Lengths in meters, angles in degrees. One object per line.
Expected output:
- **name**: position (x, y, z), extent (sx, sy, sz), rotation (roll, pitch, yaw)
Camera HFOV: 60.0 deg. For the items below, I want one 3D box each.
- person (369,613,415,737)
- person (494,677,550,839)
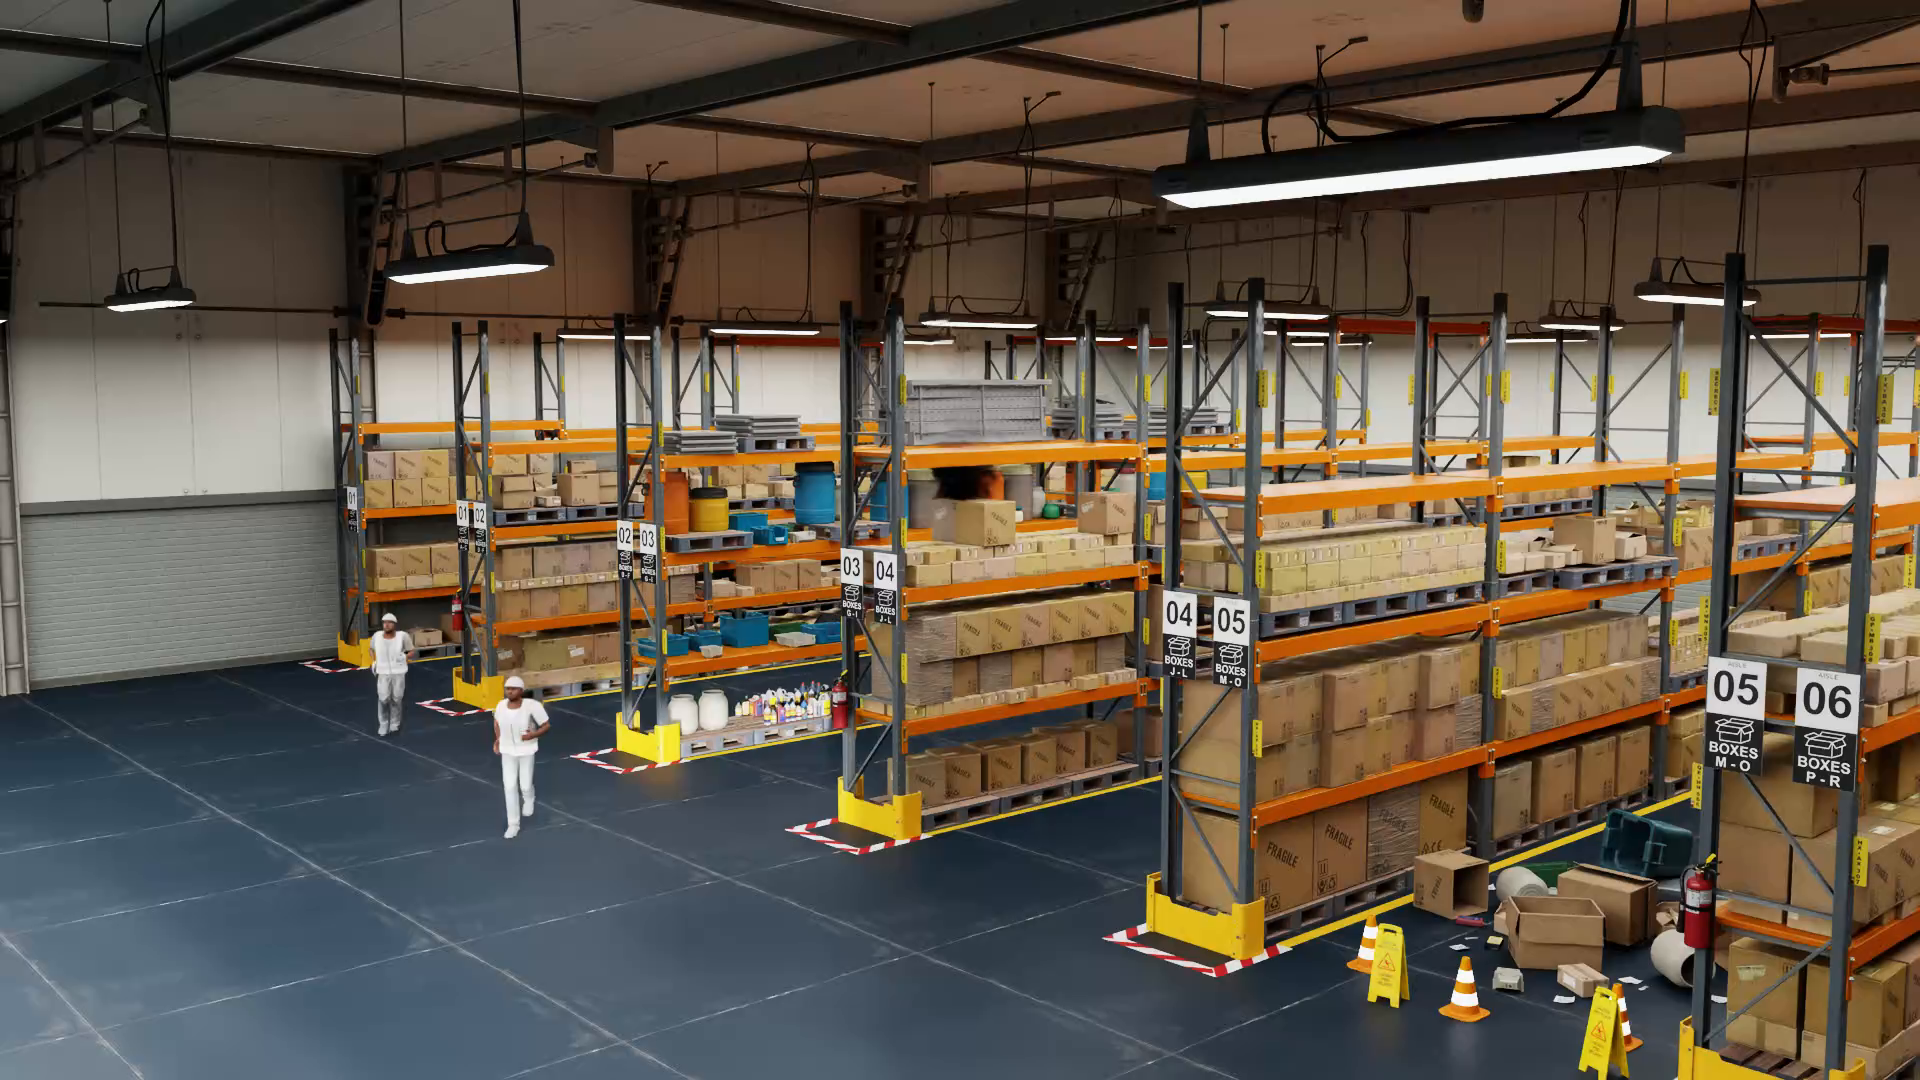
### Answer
- **person**: position (-8.143, 1.939, 23.828), extent (0.651, 1.788, 0.688), rotation (-1, 6, -14)
- **person**: position (-4.999, 2.422, 18.919), extent (0.685, 1.775, 0.900), rotation (0, 6, 0)
